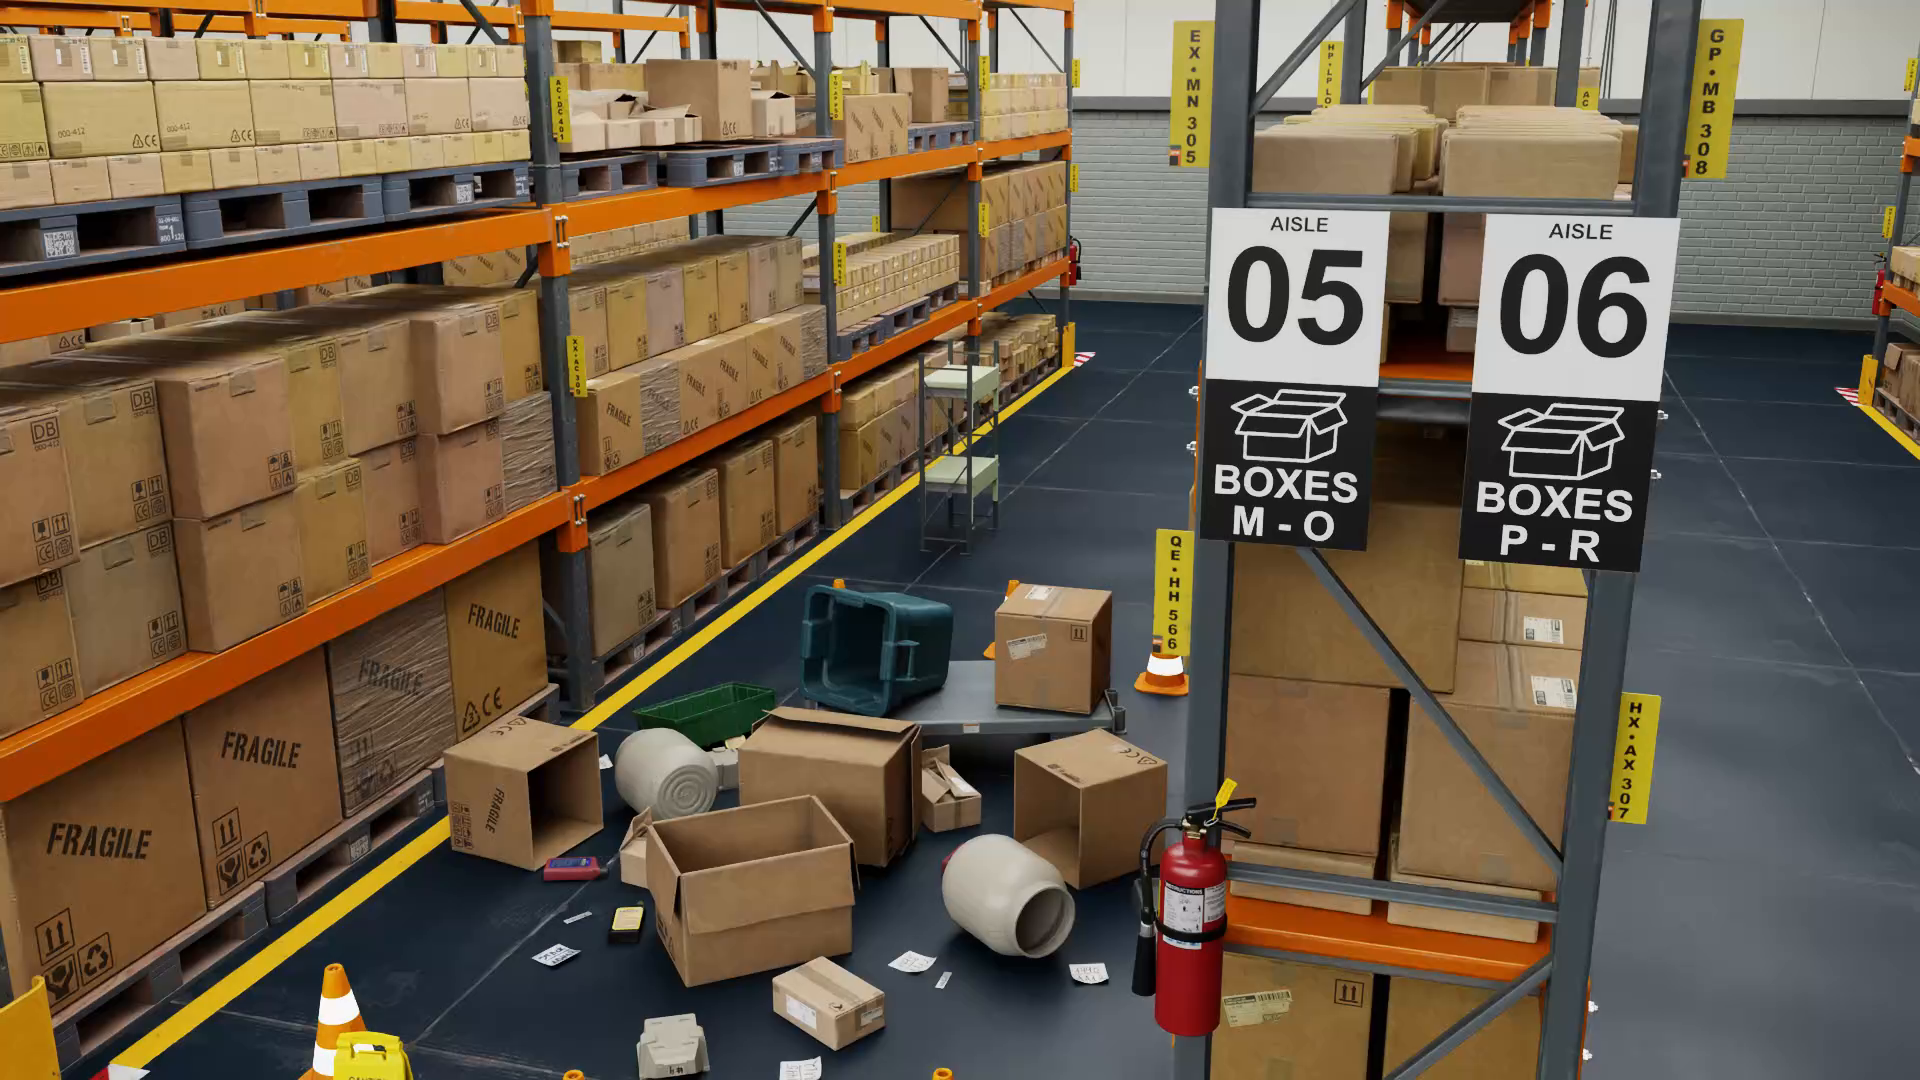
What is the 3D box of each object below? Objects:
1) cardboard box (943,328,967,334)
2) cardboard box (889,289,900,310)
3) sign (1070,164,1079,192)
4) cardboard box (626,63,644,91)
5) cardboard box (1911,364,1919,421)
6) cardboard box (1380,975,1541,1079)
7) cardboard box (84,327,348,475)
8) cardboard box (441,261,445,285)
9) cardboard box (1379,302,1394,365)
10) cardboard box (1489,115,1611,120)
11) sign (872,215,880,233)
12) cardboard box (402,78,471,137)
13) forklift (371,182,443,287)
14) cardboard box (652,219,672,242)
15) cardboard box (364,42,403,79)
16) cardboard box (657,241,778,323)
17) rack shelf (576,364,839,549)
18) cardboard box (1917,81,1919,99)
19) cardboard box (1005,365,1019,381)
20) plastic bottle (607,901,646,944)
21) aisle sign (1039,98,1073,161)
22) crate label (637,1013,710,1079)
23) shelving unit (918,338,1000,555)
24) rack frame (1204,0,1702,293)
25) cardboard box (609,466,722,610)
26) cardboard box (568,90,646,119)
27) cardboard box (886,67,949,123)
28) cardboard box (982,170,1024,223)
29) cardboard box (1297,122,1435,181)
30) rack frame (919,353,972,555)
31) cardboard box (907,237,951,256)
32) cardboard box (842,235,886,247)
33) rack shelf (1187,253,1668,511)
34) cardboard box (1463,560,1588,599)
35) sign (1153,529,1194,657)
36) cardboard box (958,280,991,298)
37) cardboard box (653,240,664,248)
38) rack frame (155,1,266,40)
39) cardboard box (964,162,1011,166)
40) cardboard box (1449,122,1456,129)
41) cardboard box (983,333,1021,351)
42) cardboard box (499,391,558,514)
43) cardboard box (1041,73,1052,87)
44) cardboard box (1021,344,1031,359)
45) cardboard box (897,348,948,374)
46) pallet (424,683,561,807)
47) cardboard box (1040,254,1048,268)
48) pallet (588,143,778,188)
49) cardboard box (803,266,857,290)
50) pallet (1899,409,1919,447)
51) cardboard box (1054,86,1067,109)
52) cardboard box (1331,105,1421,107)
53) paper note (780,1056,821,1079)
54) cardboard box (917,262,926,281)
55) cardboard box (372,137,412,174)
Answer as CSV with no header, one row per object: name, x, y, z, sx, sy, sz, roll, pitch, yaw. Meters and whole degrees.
cardboard box,0.006,-2.313,18.852,0.380,0.149,0.250,5,17,17
cardboard box,-0.742,-2.089,14.390,0.380,0.149,0.250,5,17,17
sign,1.362,-4.314,19.839,0.100,0.325,0.005,5,16,16
cardboard box,-4.263,-5.527,20.186,0.700,0.500,0.500,4,16,14
cardboard box,9.579,-1.407,16.104,0.500,0.500,0.500,5,17,17
cardboard box,1.564,1.455,5.099,0.500,0.500,0.500,4,16,14
cardboard box,-3.186,-0.588,7.153,0.875,0.550,0.500,5,16,16
cardboard box,-5.335,-2.525,16.052,0.500,0.500,0.500,5,16,16
cardboard box,0.897,-0.547,4.223,0.380,0.149,0.250,5,17,16
cardboard box,1.970,-1.349,5.590,0.380,0.149,0.250,5,17,17
sign,-0.824,-3.063,16.544,0.100,0.325,0.005,5,16,16
cardboard box,-2.612,-1.997,7.651,0.500,0.250,0.500,5,16,16
forklift,-4.815,-1.628,13.198,3.031,2.935,1.130,-5,16,-16
cardboard box,-3.919,-3.855,20.653,0.500,0.250,0.500,4,16,15
cardboard box,-2.660,-2.084,7.228,0.380,0.149,0.250,5,16,16
cardboard box,-1.717,-1.840,11.803,0.700,0.500,0.500,4,16,15
rack shelf,-2.006,-0.690,11.085,1.077,0.370,4.000,5,16,16
cardboard box,10.003,-4.569,16.759,0.500,0.250,0.500,4,16,15
cardboard box,0.440,-1.850,18.309,0.380,0.149,0.250,4,16,14
plastic bottle,-1.405,1.611,7.036,0.133,0.061,0.283,-1,16,-3
aisle sign,1.144,-4.899,19.841,0.394,0.787,0.004,5,16,16
crate label,-1.048,1.848,6.064,0.250,0.136,0.298,-4,16,-13
shelving unit,-0.002,-0.720,12.619,0.431,1.500,0.755,5,16,16
rack frame,1.063,-1.996,3.374,1.000,3.000,0.127,5,16,16
cardboard box,-2.207,-0.055,10.878,1.050,0.750,0.750,5,16,16
cardboard box,-2.287,-2.639,10.351,0.500,0.311,0.500,4,16,14
cardboard box,-0.514,-4.209,15.722,0.700,0.500,0.500,5,16,16
cardboard box,0.366,-3.644,17.619,0.500,0.500,0.500,5,17,17
cardboard box,1.163,-1.122,4.789,0.380,0.149,0.250,5,17,16
rack frame,-0.106,-0.624,12.281,0.400,1.500,0.023,5,16,16
cardboard box,-0.304,-2.783,15.745,0.380,0.149,0.250,4,16,14
cardboard box,-0.927,-2.833,15.921,0.380,0.149,0.250,5,17,17
rack shelf,1.632,-0.730,5.726,1.077,0.370,4.000,5,16,16
cardboard box,1.752,0.328,5.448,0.500,0.500,0.500,4,16,15
sign,0.537,0.133,4.162,0.100,0.325,0.005,5,16,16
cardboard box,0.093,-2.534,16.727,0.380,0.149,0.250,5,17,18
cardboard box,-3.894,-3.625,20.573,0.380,0.149,0.250,5,17,17
rack frame,-6.165,-4.857,13.462,1.000,3.000,0.127,5,16,16
cardboard box,0.316,-4.096,19.211,0.500,0.500,0.500,5,17,17
cardboard box,2.227,-1.893,8.014,0.500,0.250,0.500,4,16,15
cardboard box,0.464,-2.204,18.467,0.380,0.149,0.250,5,17,16
cardboard box,-2.668,-0.488,8.778,0.875,0.550,0.550,5,16,16
cardboard box,0.815,-5.145,18.601,0.380,0.149,0.250,5,17,17
cardboard box,0.588,-2.128,18.745,0.380,0.149,0.250,5,17,19
cardboard box,-0.429,-1.619,15.476,0.500,0.250,0.500,5,17,19
pallet,-2.866,1.021,8.843,1.003,0.211,1.213,5,16,16
cardboard box,0.800,-3.227,19.171,0.380,0.149,0.250,5,17,17
pallet,-1.885,-2.447,10.807,1.003,0.211,1.213,5,17,18
cardboard box,-1.047,-2.104,13.349,0.380,0.149,0.250,4,16,14
pallet,9.774,-1.023,16.050,1.003,0.211,1.213,5,16,16
cardboard box,0.949,-5.124,19.259,0.500,0.250,0.500,4,16,14
cardboard box,1.798,-1.805,7.197,0.380,0.149,0.250,4,16,15
paper note,-0.577,1.917,6.014,0.148,0.019,0.142,-1,16,-3
cardboard box,-0.521,-2.438,15.072,0.380,0.149,0.250,4,16,13
cardboard box,-2.660,-1.700,7.336,0.380,0.149,0.250,5,17,17
